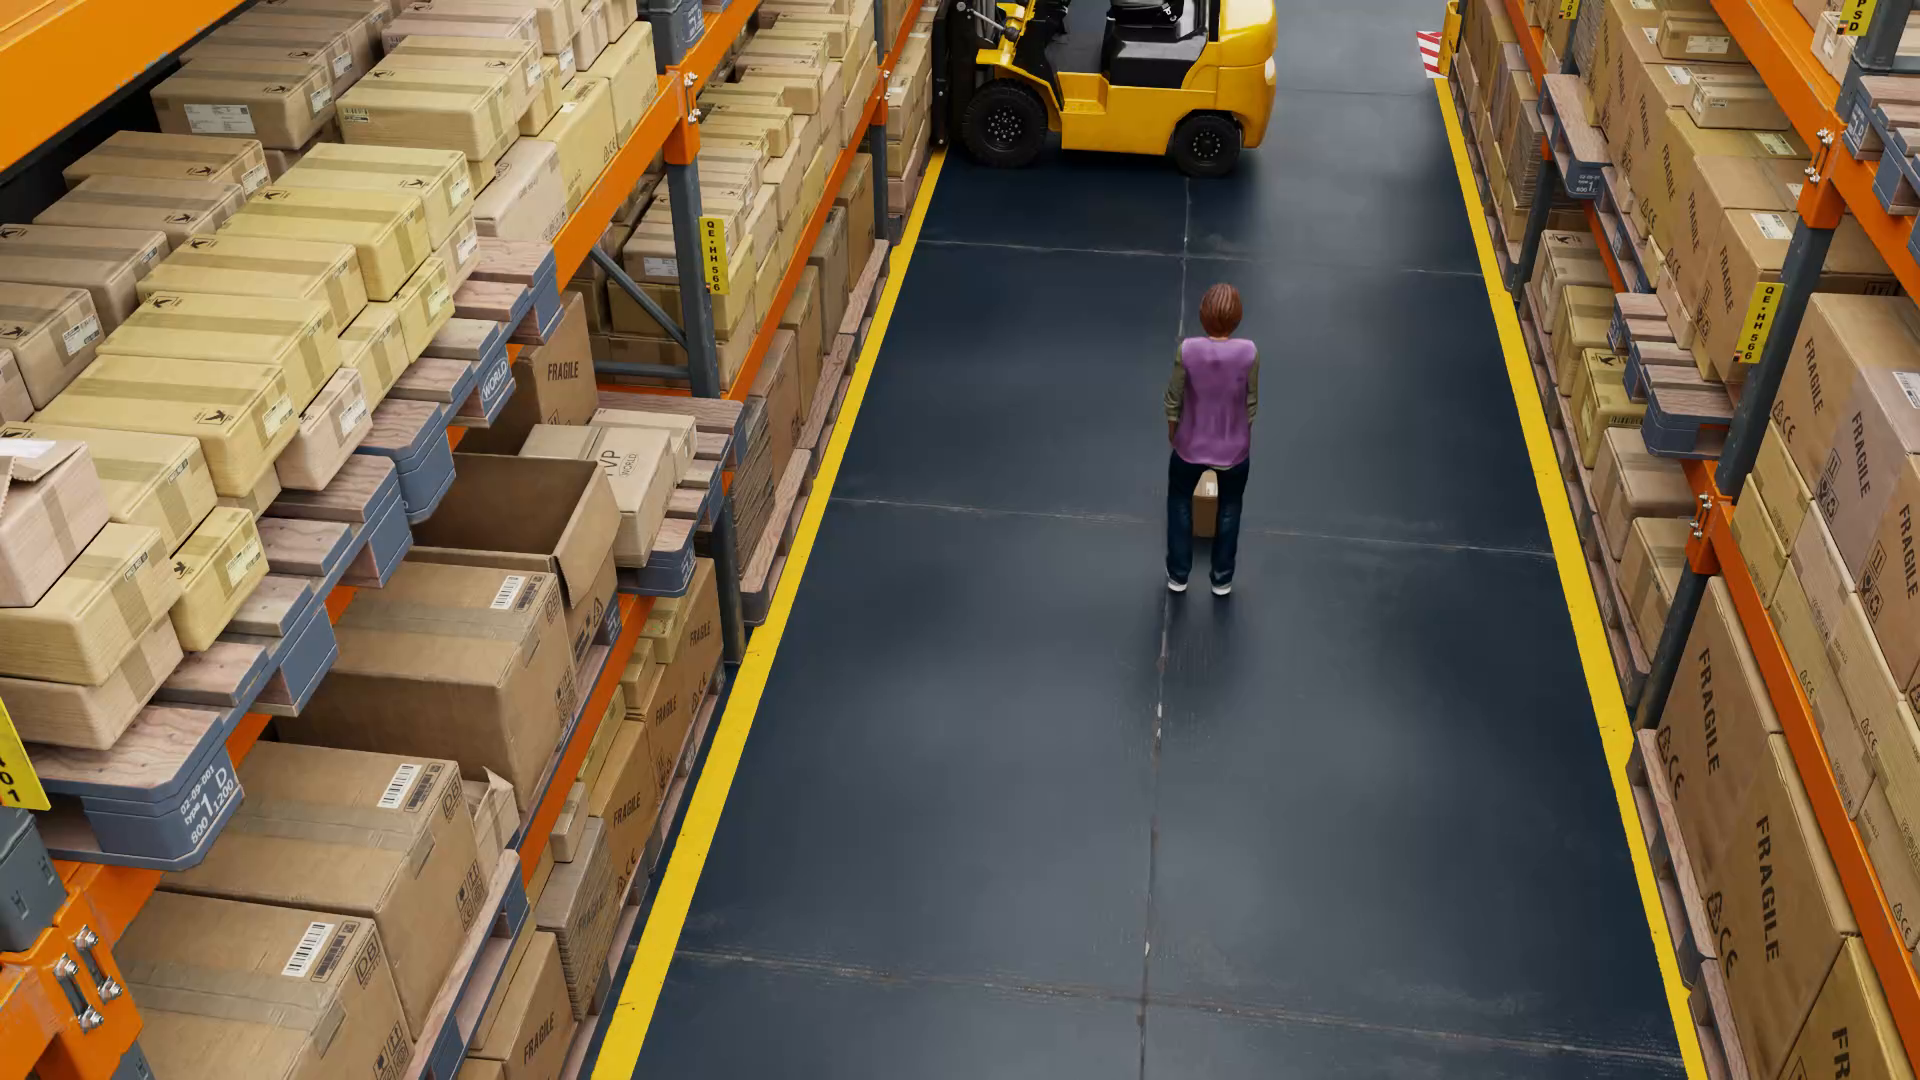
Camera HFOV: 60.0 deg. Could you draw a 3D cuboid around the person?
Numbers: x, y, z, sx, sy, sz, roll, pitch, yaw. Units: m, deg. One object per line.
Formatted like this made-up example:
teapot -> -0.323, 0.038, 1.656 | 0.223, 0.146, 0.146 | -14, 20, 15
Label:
person -> 1.135, -0.425, 7.665 | 0.423, 1.549, 0.368 | 5, 37, 7
